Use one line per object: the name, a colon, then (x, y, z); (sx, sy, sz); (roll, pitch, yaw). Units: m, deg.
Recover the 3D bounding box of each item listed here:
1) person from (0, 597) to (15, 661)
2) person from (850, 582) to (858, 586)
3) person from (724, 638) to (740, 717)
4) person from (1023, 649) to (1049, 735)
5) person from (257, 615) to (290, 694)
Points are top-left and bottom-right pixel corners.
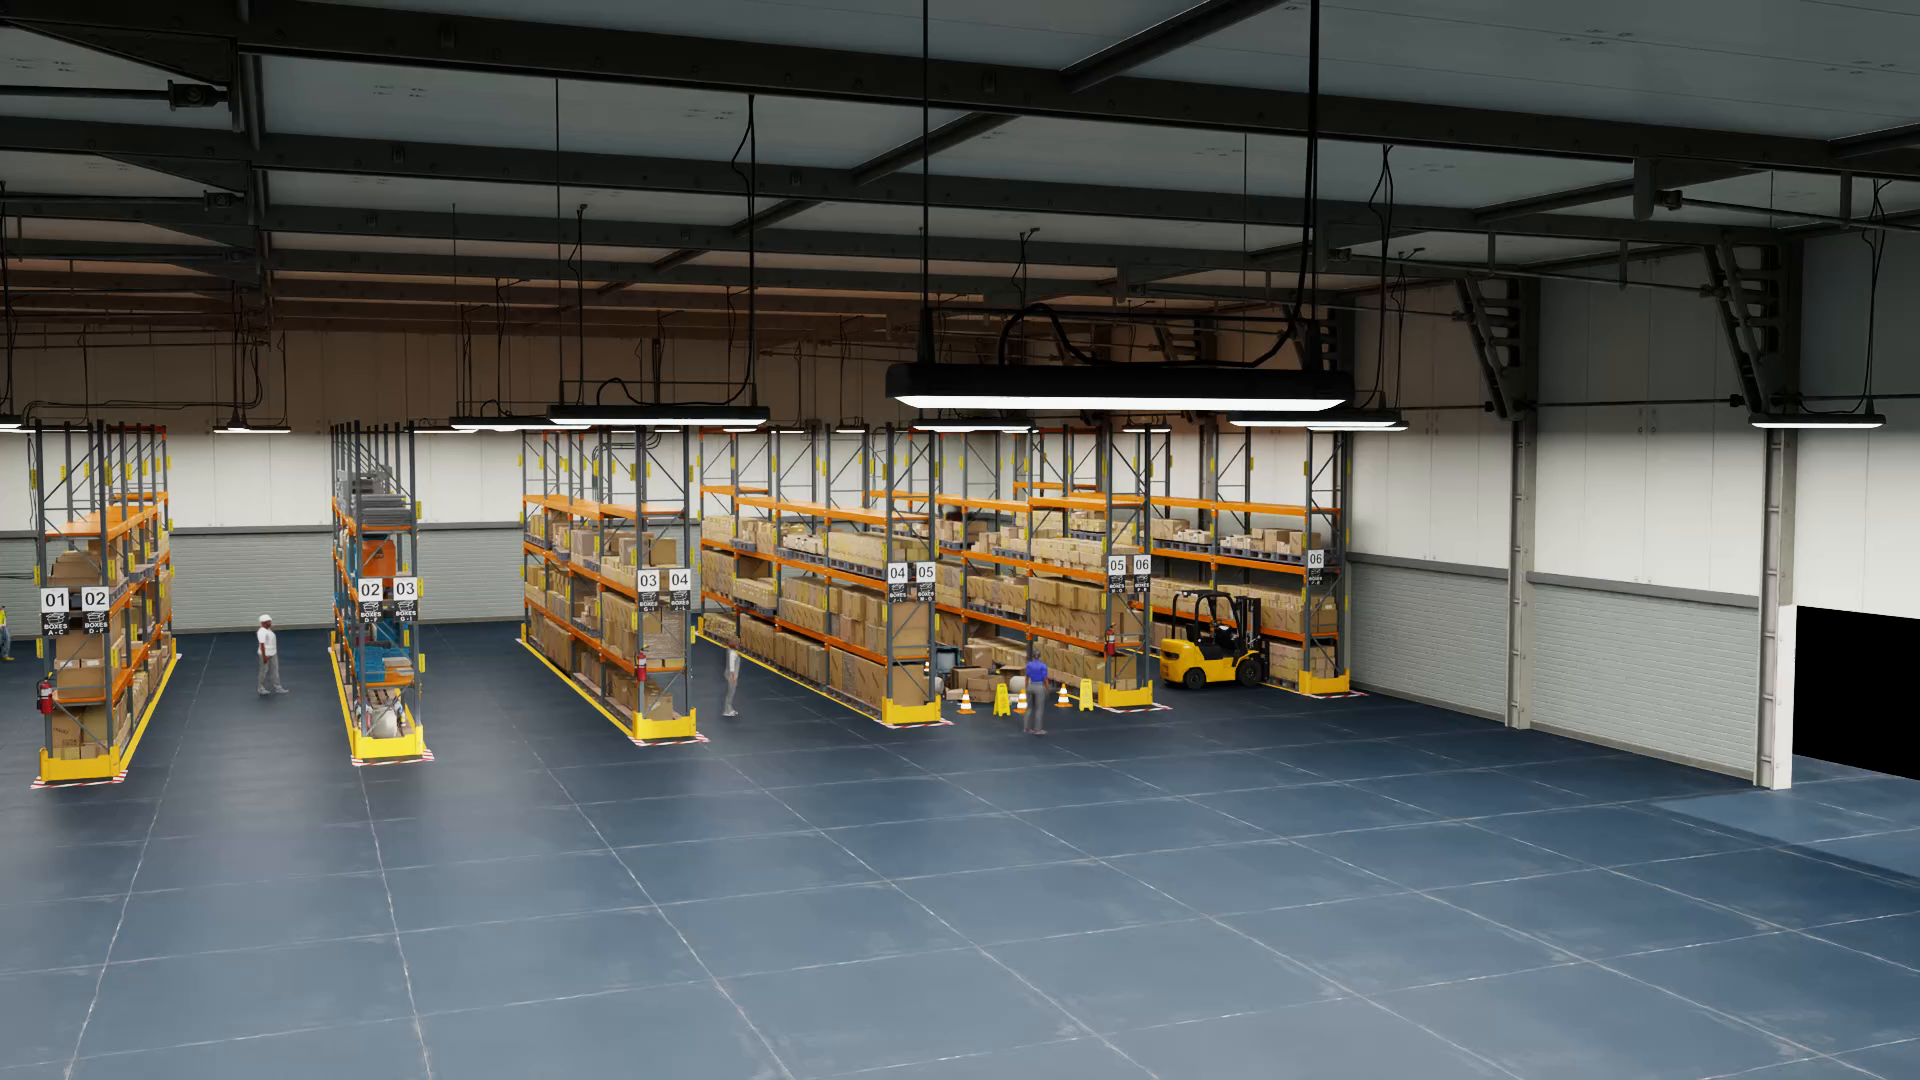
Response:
person: (-24.379, 2.209, 42.057); (0.717, 1.724, 0.600); (0, 4, 4)
person: (-2.874, 1.951, 46.093); (0.493, 1.806, 0.591); (-3, 5, -42)
person: (-4.668, 2.802, 34.031); (0.346, 1.602, 0.495); (0, 4, -7)
person: (1.470, 2.917, 31.929); (0.507, 1.680, 0.340); (3, 5, 40)
person: (-15.284, 2.540, 36.835); (0.683, 1.759, 0.563); (1, 4, 13)
